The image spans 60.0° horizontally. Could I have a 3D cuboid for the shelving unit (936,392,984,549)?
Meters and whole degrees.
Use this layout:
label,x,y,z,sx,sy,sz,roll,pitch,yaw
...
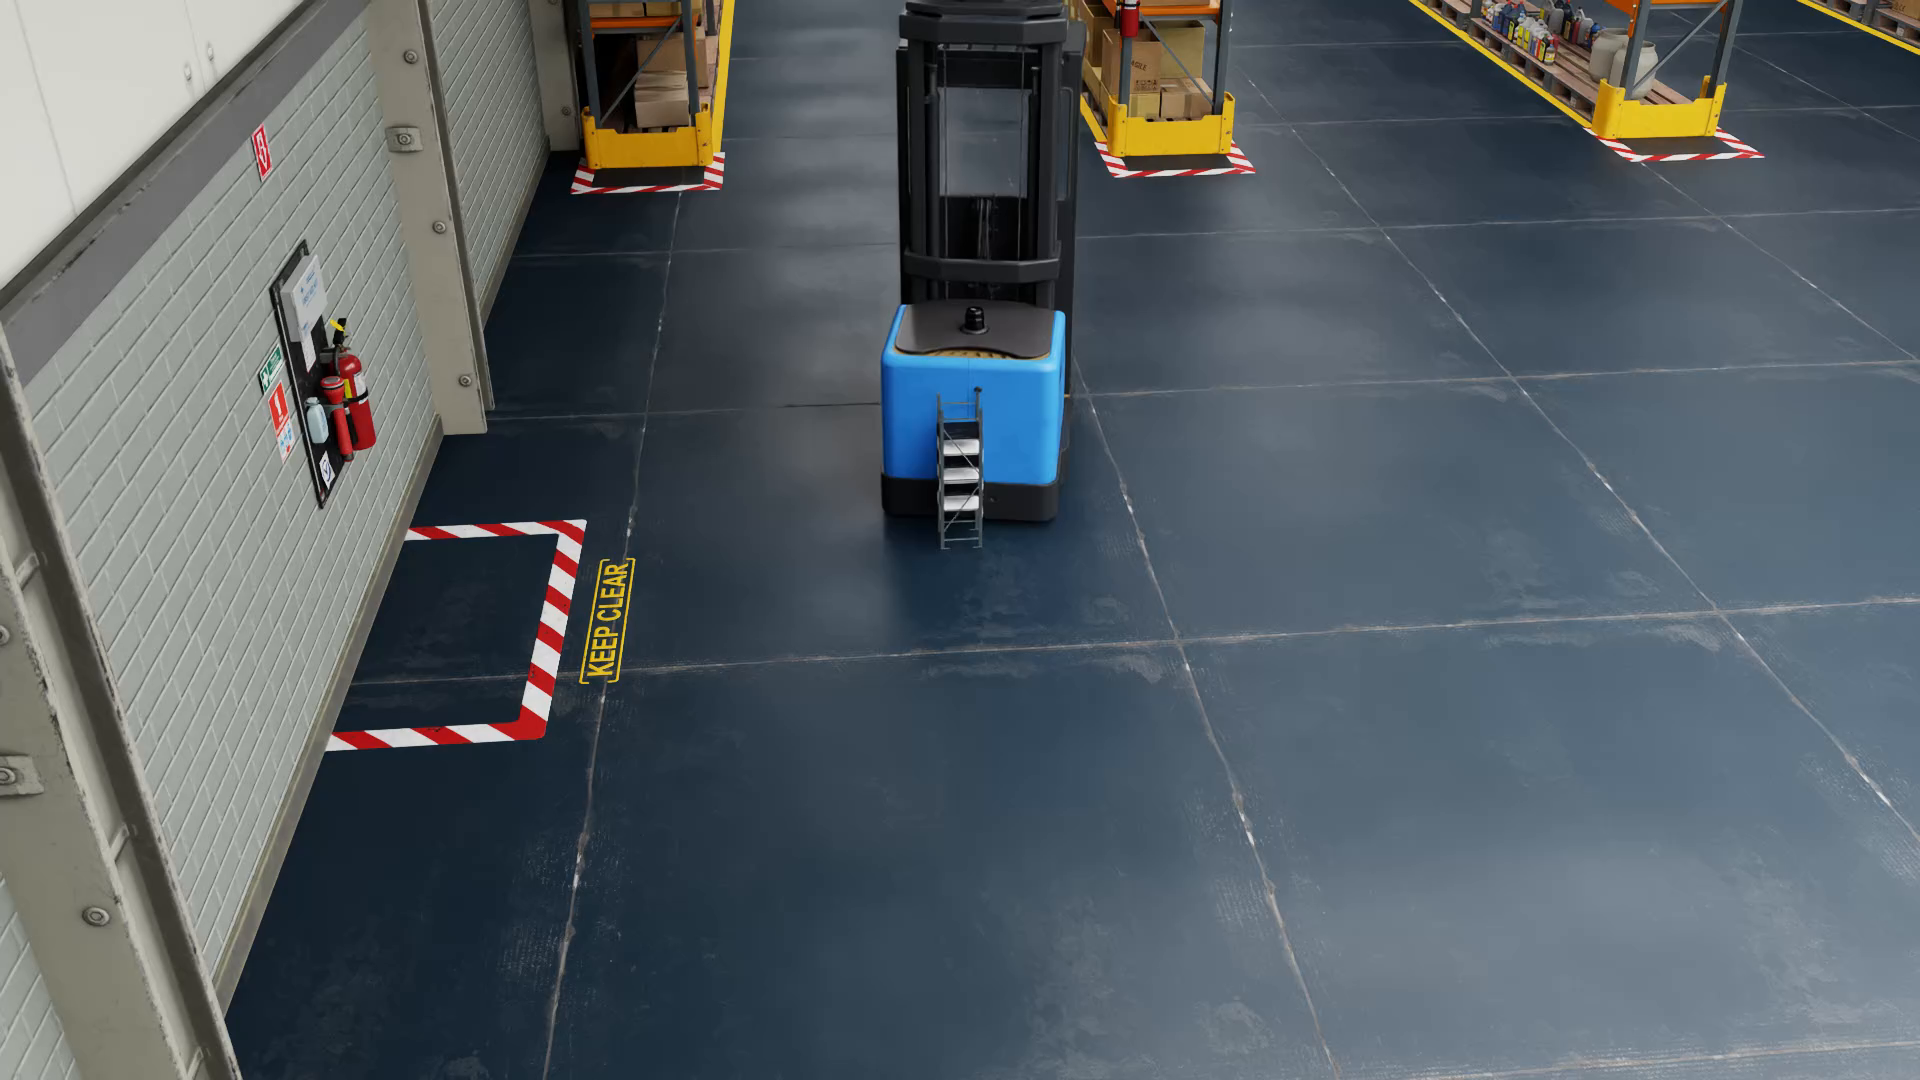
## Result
label,x,y,z,sx,sy,sz,roll,pitch,yaw
shelving unit,-0.001,-0.390,9.525,0.258,0.900,0.210,-2,31,-4

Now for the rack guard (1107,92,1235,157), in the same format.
label,x,y,z,sx,sy,sz,roll,pitch,yaw
rack guard,2.013,-3.987,15.937,1.175,0.500,0.348,-3,31,-5

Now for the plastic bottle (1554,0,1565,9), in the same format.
label,x,y,z,sx,sy,sz,roll,pitch,yaw
plastic bottle,6.917,-6.086,19.169,0.144,0.351,0.185,-4,31,-6

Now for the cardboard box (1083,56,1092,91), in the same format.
label,x,y,z,sx,sy,sz,roll,pitch,yaw
cardboard box,1.560,-4.842,17.202,0.500,0.250,0.500,-3,31,-5

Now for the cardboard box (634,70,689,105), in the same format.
label,x,y,z,sx,sy,sz,roll,pitch,yaw
cardboard box,-2.949,-4.516,16.579,0.500,0.311,0.500,0,31,0

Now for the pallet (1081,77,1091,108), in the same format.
label,x,y,z,sx,sy,sz,roll,pitch,yaw
pallet,1.787,-4.885,17.722,1.003,0.211,1.213,-3,31,-5

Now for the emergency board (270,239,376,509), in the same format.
label,x,y,z,sx,sy,sz,roll,pitch,yaw
emergency board,-3.094,-0.822,8.201,0.194,1.169,0.643,-3,31,-5

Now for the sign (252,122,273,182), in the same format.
label,x,y,z,sx,sy,sz,roll,pitch,yaw
sign,-3.192,-1.808,7.592,0.001,0.298,0.199,-3,31,-5

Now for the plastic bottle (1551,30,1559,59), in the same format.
label,x,y,z,sx,sy,sz,roll,pitch,yaw
plastic bottle,6.445,-5.382,18.056,0.061,0.283,0.133,-3,31,-5

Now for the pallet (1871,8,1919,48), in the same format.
label,x,y,z,sx,sy,sz,roll,pitch,yaw
pallet,11.599,-6.049,19.671,1.003,0.211,1.213,-3,31,-5

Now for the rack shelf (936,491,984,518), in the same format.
label,x,y,z,sx,sy,sz,roll,pitch,yaw
rack shelf,-0.001,-0.207,9.634,0.258,0.077,0.200,-2,31,-4

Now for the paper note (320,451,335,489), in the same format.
label,x,y,z,sx,sy,sz,roll,pitch,yaw
paper note,-3.146,-0.350,8.270,0.016,0.148,0.142,-3,31,-5

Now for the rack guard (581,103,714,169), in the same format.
label,x,y,z,sx,sy,sz,roll,pitch,yaw
rack guard,-2.928,-3.799,15.622,1.175,0.500,0.348,-3,31,-5

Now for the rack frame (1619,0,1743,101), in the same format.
label,x,y,z,sx,sy,sz,roll,pitch,yaw
rack frame,6.943,-5.308,15.711,1.000,3.000,0.127,-3,31,-5

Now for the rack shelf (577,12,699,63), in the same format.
label,x,y,z,sx,sy,sz,roll,pitch,yaw
rack shelf,-3.107,-5.545,16.810,1.077,0.370,4.000,-3,31,-5

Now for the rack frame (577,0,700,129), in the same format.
label,x,y,z,sx,sy,sz,roll,pitch,yaw
rack frame,-2.920,-4.833,14.916,1.000,3.000,0.127,-3,31,-5

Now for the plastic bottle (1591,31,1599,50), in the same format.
label,x,y,z,sx,sy,sz,roll,pitch,yaw
plastic bottle,7.034,-5.512,18.353,0.097,0.201,0.097,0,31,0

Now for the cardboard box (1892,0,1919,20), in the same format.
label,x,y,z,sx,sy,sz,roll,pitch,yaw
cardboard box,11.498,-6.488,19.715,0.500,0.500,0.500,-4,31,-6

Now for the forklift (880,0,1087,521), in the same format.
label,x,y,z,sx,sy,sz,roll,pitch,yaw
forklift,0.195,-2.101,10.410,1.130,2.935,3.031,3,31,5

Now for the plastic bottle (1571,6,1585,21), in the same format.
label,x,y,z,sx,sy,sz,roll,pitch,yaw
plastic bottle,6.965,-5.824,18.729,0.144,0.351,0.185,-3,31,-5

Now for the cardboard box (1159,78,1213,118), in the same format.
label,x,y,z,sx,sy,sz,roll,pitch,yaw
cardboard box,2.183,-4.356,16.390,0.500,0.250,0.500,-3,31,-5

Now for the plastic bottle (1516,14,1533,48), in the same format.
label,x,y,z,sx,sy,sz,roll,pitch,yaw
plastic bottle,6.289,-5.656,18.448,0.144,0.351,0.185,-3,31,-5

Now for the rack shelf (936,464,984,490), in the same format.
label,x,y,z,sx,sy,sz,roll,pitch,yaw
rack shelf,-0.001,-0.361,9.542,0.258,0.077,0.200,-2,31,-4

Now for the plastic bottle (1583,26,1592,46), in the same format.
label,x,y,z,sx,sy,sz,roll,pitch,yaw
plastic bottle,7.014,-5.617,18.529,0.097,0.201,0.097,0,31,0

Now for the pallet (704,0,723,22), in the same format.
label,x,y,z,sx,sy,sz,roll,pitch,yaw
pallet,-3.486,-6.700,20.761,1.003,0.211,1.213,-3,31,-5

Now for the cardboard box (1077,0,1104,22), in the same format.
label,x,y,z,sx,sy,sz,roll,pitch,yaw
cardboard box,1.511,-5.419,17.437,0.500,0.500,0.500,-3,31,-5

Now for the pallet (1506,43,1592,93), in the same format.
label,x,y,z,sx,sy,sz,roll,pitch,yaw
pallet,6.708,-5.183,18.222,1.003,0.211,1.213,-3,31,-5

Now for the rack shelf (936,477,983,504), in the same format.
label,x,y,z,sx,sy,sz,roll,pitch,yaw
rack shelf,-0.001,-0.284,9.588,0.258,0.077,0.200,-2,31,-4

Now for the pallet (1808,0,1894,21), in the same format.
label,x,y,z,sx,sy,sz,roll,pitch,yaw
pallet,11.427,-6.787,20.907,1.003,0.211,1.213,-3,31,-5

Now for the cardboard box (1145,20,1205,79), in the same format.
label,x,y,z,sx,sy,sz,roll,pitch,yaw
cardboard box,2.134,-4.934,16.625,0.500,0.500,0.500,-3,31,-5

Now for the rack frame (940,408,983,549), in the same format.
label,x,y,z,sx,sy,sz,roll,pitch,yaw
rack frame,0.007,-0.338,9.438,0.240,0.900,0.006,-2,31,-4

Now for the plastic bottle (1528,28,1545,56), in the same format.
label,x,y,z,sx,sy,sz,roll,pitch,yaw
plastic bottle,6.326,-5.445,18.167,0.152,0.276,0.135,-4,31,-6

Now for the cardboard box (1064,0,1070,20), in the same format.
label,x,y,z,sx,sy,sz,roll,pitch,yaw
cardboard box,1.424,-5.929,18.292,0.500,0.500,0.500,-3,31,-5

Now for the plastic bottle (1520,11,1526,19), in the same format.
label,x,y,z,sx,sy,sz,roll,pitch,yaw
plastic bottle,6.366,-5.867,18.879,0.097,0.271,0.097,0,31,0

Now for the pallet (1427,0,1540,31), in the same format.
label,x,y,z,sx,sy,sz,roll,pitch,yaw
pallet,6.458,-6.552,20.513,1.003,0.211,1.213,-3,31,-5

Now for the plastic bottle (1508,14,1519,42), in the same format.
label,x,y,z,sx,sy,sz,roll,pitch,yaw
plastic bottle,6.223,-5.758,18.684,0.061,0.283,0.133,-1,31,-2

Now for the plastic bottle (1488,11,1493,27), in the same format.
label,x,y,z,sx,sy,sz,roll,pitch,yaw
plastic bottle,6.182,-6.050,19.253,0.097,0.201,0.097,0,31,0

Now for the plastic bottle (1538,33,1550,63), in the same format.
label,x,y,z,sx,sy,sz,roll,pitch,yaw
plastic bottle,6.306,-5.306,17.927,0.061,0.283,0.133,-2,31,-3

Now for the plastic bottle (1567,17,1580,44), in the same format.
label,x,y,z,sx,sy,sz,roll,pitch,yaw
plastic bottle,6.870,-5.706,18.598,0.061,0.283,0.133,-3,31,-5

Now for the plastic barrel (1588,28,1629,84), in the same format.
label,x,y,z,sx,sy,sz,roll,pitch,yaw
plastic barrel,6.759,-5.008,17.226,0.421,0.512,0.421,0,31,0

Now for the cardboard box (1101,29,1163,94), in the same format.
label,x,y,z,sx,sy,sz,roll,pitch,yaw
cardboard box,1.665,-4.653,16.156,0.500,0.500,0.500,-3,31,-5

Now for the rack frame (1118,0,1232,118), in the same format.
label,x,y,z,sx,sy,sz,roll,pitch,yaw
rack frame,2.011,-5.072,15.317,1.000,3.000,0.127,-3,31,-5

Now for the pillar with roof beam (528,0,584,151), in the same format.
label,x,y,z,sx,sy,sz,roll,pitch,yaw
pillar with roof beam,0.439,-7.931,14.252,9.100,9.000,0.400,-3,31,-5

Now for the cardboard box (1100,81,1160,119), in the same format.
label,x,y,z,sx,sy,sz,roll,pitch,yaw
cardboard box,1.667,-4.332,16.349,0.500,0.250,0.500,-3,31,-5

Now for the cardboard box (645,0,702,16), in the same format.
label,x,y,z,sx,sy,sz,roll,pitch,yaw
cardboard box,-2.650,-5.041,15.392,0.500,0.250,0.500,-4,31,-6

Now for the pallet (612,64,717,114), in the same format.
label,x,y,z,sx,sy,sz,roll,pitch,yaw
pallet,-3.079,-4.712,17.434,1.003,0.211,1.213,-3,31,-5

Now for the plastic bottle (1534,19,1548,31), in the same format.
label,x,y,z,sx,sy,sz,roll,pitch,yaw
plastic bottle,6.434,-5.644,18.501,0.152,0.276,0.135,-3,31,-5

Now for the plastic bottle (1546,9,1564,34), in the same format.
label,x,y,z,sx,sy,sz,roll,pitch,yaw
plastic bottle,6.789,-5.936,18.991,0.152,0.276,0.135,-3,31,-5

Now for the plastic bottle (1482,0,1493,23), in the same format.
label,x,y,z,sx,sy,sz,roll,pitch,yaw
plastic bottle,6.163,-6.184,19.409,0.097,0.271,0.097,0,31,0

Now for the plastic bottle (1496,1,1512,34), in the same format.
label,x,y,z,sx,sy,sz,roll,pitch,yaw
plastic bottle,6.232,-5.969,18.973,0.144,0.351,0.185,-2,31,-3
